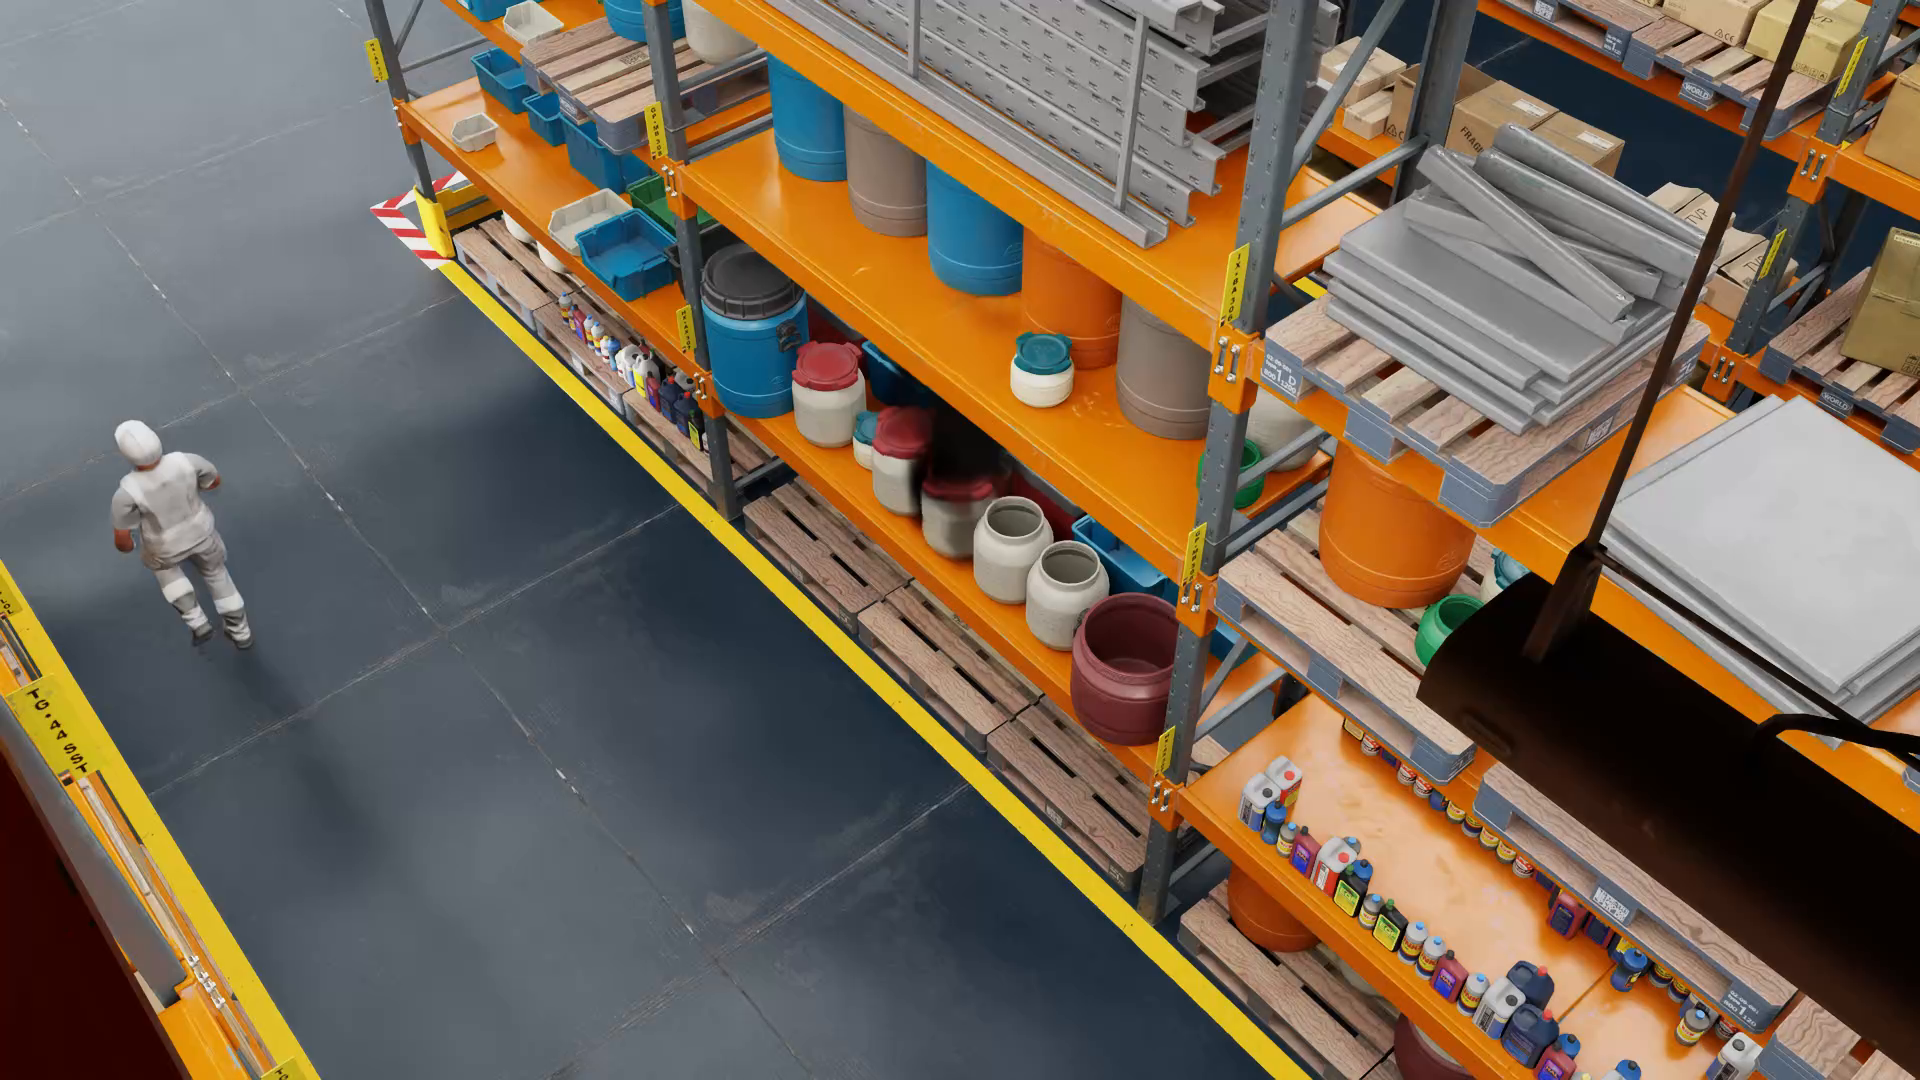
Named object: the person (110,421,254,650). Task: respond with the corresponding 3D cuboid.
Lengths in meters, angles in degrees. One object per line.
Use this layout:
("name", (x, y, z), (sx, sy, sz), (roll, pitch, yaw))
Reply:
("person", (-4.598, -0.063, 9.728), (0.683, 1.746, 0.624), (-32, 54, -27))
